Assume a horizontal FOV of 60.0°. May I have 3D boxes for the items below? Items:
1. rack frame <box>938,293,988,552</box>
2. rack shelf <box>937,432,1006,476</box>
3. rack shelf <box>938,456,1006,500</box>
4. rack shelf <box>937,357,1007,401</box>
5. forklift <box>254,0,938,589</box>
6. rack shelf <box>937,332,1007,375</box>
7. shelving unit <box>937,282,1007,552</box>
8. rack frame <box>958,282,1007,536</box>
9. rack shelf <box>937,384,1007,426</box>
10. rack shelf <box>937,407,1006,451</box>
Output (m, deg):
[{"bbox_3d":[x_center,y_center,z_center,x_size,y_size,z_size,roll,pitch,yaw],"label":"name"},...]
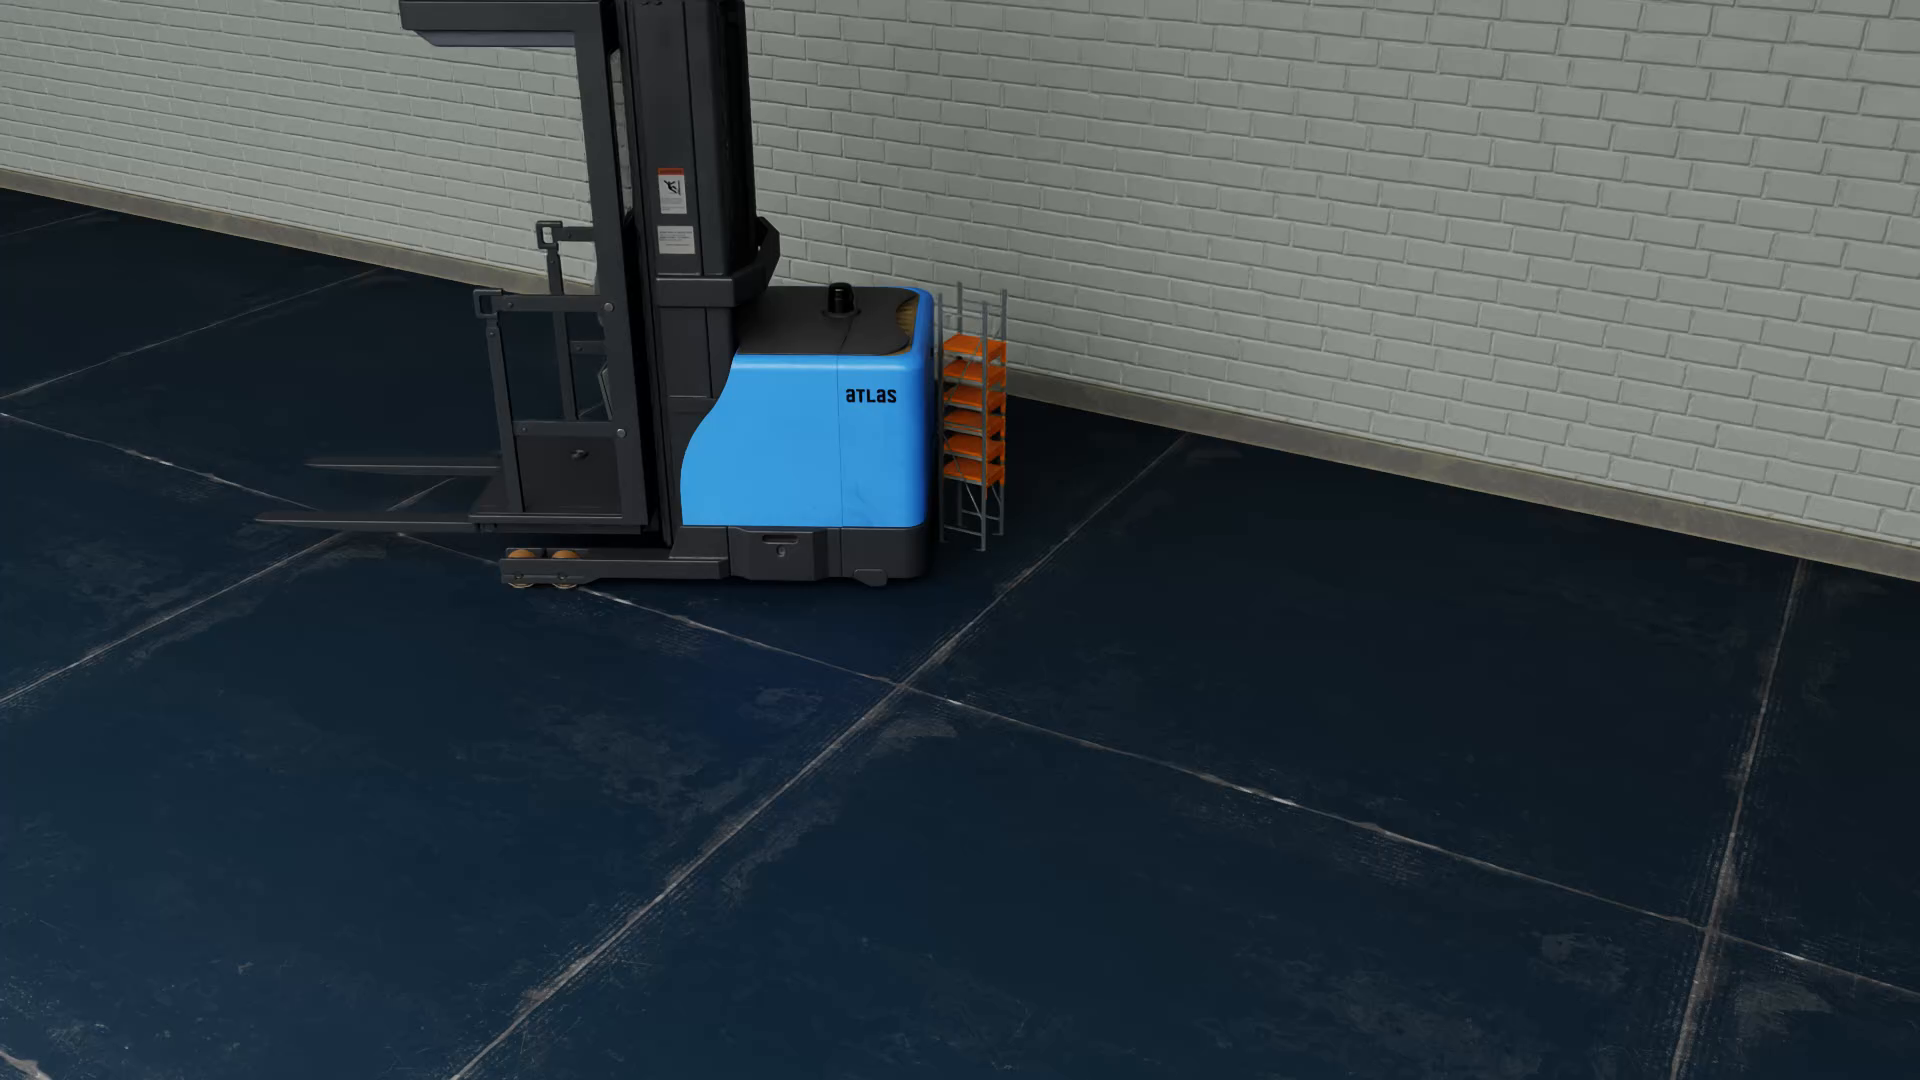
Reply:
[{"bbox_3d":[0.011,-0.507,7.423,0.240,1.200,0.006,13,30,25],"label":"rack frame"},{"bbox_3d":[0.053,-0.396,7.569,0.258,0.103,0.180,13,30,25],"label":"rack shelf"},{"bbox_3d":[0.053,-0.289,7.622,0.258,0.103,0.180,13,30,25],"label":"rack shelf"},{"bbox_3d":[0.053,-0.718,7.407,0.258,0.103,0.180,13,30,25],"label":"rack shelf"},{"bbox_3d":[-1.635,-1.332,7.136,3.031,2.935,1.130,1,27,1],"label":"forklift"},{"bbox_3d":[0.053,-0.826,7.354,0.258,0.103,0.180,13,30,25],"label":"rack shelf"},{"bbox_3d":[0.053,-0.543,7.495,0.258,1.200,0.189,13,30,25],"label":"shelving unit"},{"bbox_3d":[0.096,-0.580,7.567,0.240,1.200,0.006,13,30,25],"label":"rack frame"},{"bbox_3d":[0.053,-0.611,7.461,0.258,0.103,0.180,13,30,25],"label":"rack shelf"},{"bbox_3d":[0.053,-0.504,7.515,0.258,0.103,0.180,13,30,25],"label":"rack shelf"}]
